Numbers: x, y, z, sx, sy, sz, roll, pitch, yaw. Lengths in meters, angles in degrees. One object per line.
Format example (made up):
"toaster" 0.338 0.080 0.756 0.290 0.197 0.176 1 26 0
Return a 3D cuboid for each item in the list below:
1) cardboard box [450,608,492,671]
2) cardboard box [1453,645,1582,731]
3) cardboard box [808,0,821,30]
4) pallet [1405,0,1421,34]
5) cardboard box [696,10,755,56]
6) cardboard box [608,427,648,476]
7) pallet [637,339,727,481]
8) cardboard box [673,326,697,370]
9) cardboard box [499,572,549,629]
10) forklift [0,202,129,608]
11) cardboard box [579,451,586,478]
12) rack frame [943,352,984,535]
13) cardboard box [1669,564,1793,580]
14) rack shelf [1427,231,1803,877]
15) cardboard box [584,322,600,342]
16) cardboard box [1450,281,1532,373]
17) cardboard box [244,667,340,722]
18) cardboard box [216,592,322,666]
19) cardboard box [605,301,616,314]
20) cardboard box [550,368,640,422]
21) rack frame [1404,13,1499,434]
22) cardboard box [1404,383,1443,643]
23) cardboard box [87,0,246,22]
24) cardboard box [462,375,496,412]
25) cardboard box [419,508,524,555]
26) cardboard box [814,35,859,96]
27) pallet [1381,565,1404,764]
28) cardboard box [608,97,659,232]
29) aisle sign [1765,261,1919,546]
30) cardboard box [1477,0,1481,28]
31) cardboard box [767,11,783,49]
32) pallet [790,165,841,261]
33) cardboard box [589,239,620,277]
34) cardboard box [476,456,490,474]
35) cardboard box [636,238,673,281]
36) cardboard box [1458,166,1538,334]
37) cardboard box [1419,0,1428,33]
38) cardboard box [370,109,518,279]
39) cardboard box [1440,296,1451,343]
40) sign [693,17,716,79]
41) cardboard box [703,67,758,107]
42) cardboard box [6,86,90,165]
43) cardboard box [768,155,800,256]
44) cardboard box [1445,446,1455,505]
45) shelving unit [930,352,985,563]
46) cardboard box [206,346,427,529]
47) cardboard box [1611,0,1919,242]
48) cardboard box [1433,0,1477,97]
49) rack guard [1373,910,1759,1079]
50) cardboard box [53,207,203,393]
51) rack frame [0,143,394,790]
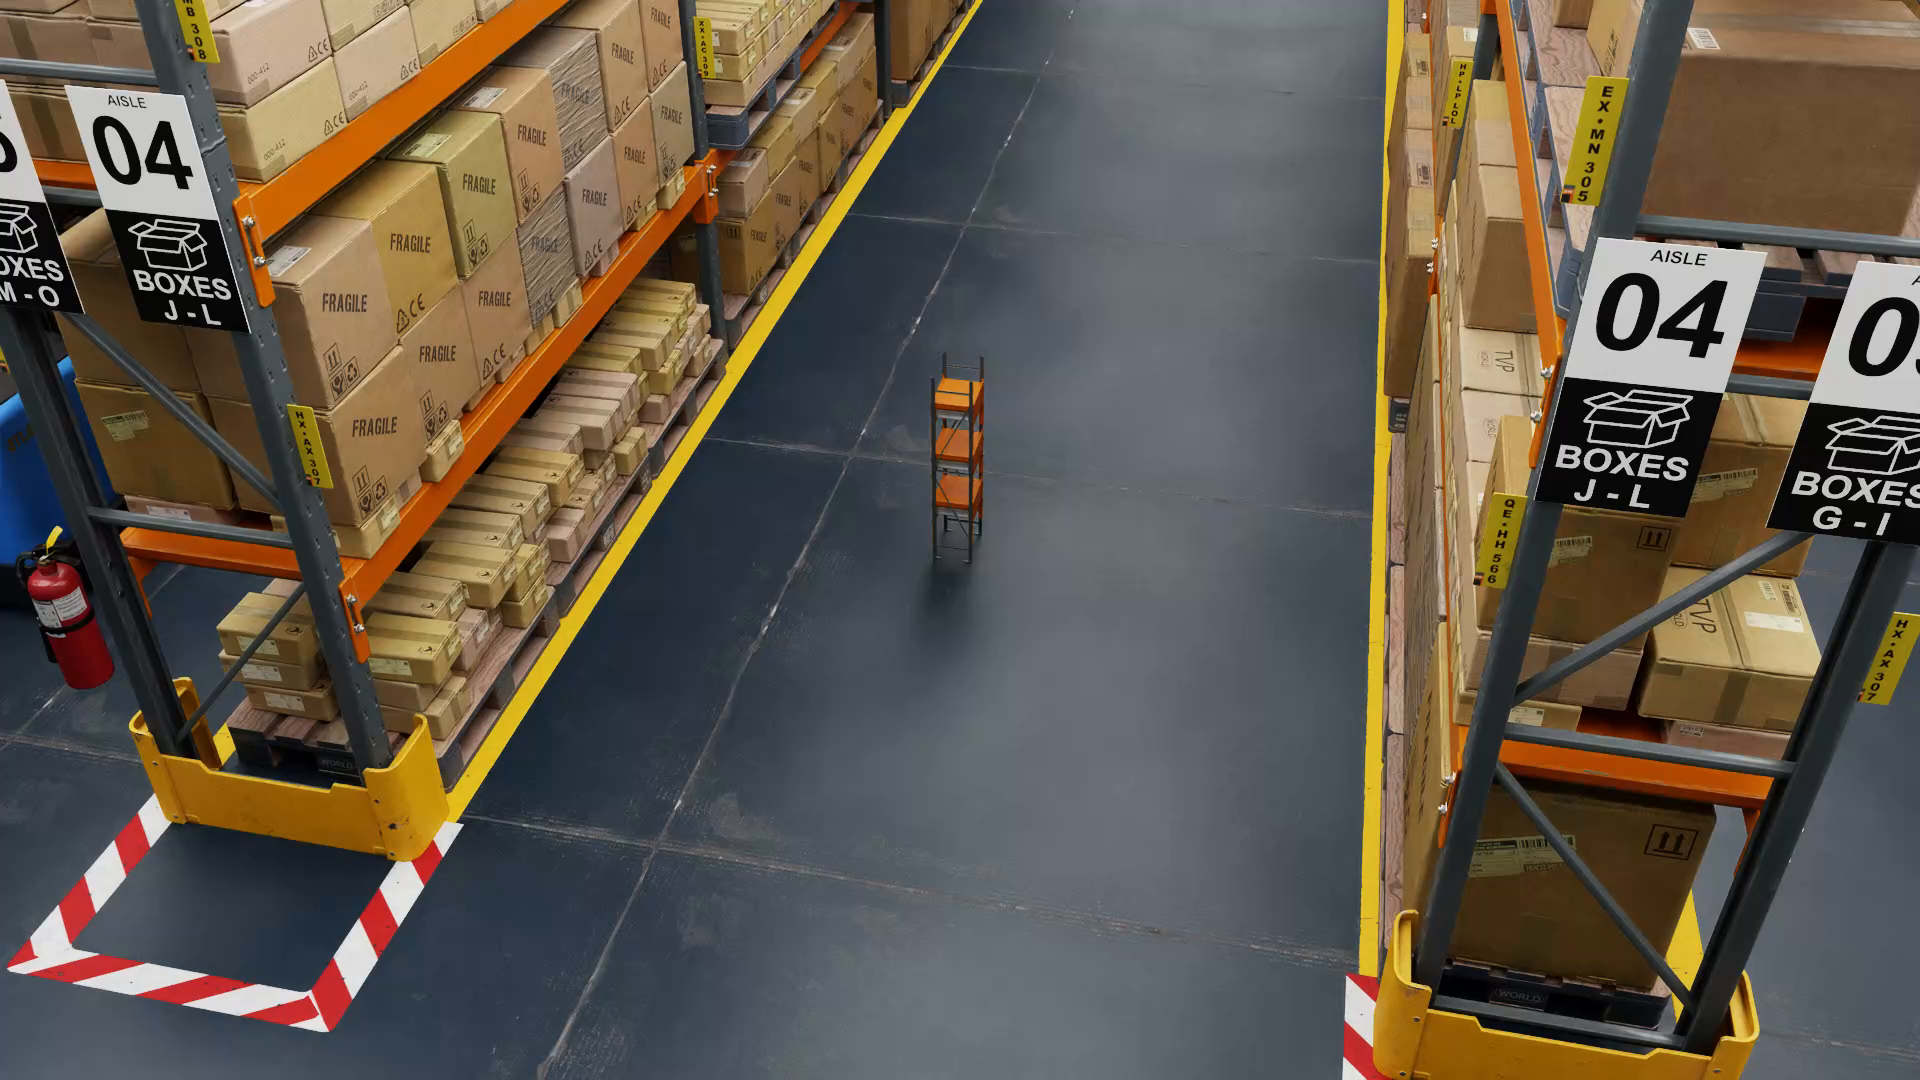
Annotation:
"cardboard box" -2.270 0.412 7.214 0.380 0.149 0.250 7 37 10
"cardboard box" 1.832 0.502 5.485 0.380 0.149 0.250 8 37 11
"cardboard box" -1.084 -3.313 10.391 0.380 0.149 0.250 7 36 9
"pallet" 4.476 -4.658 14.767 1.003 0.211 1.213 7 37 10
"cardboard box" -1.358 -2.804 9.183 0.380 0.149 0.250 9 37 12
"cardboard box" -1.863 -0.482 8.700 0.380 0.149 0.250 7 37 10
"pallet" -2.000 -0.808 9.456 1.003 0.211 1.213 7 37 10
"cardboard box" -1.694 -1.086 9.280 0.380 0.149 0.250 6 36 8
"cardboard box" -2.137 0.254 7.685 0.380 0.149 0.250 8 37 11
"forklift" -4.492 -1.724 8.402 1.130 2.935 3.031 8 37 11
"cardboard box" -2.094 -0.351 8.267 0.380 0.149 0.250 9 37 12
"rack frame" 0.015 -0.464 8.266 0.200 1.050 0.008 7 37 10
"cardboard box" 2.549 0.046 5.775 0.500 0.250 0.500 7 37 9
"rack shelf" 2.505 -0.209 6.866 1.077 0.370 4.000 7 37 10
"cardboard box" -2.248 -1.139 9.354 0.380 0.149 0.250 8 37 10
"cardboard box" 2.360 -0.888 7.064 0.500 0.250 0.500 8 37 11
"cardboard box" -2.837 0.623 7.176 0.380 0.149 0.250 8 37 11
"cardboard box" -2.880 0.374 7.012 0.380 0.149 0.250 8 37 11
"cardboard box" -2.168 -1.412 9.477 0.380 0.149 0.250 9 37 12
"cardboard box" -1.875 -0.746 8.558 0.380 0.149 0.250 6 36 8
"rack frame" 2.932 -1.647 8.237 1.000 3.000 0.127 7 37 10
"cardboard box" 2.521 -0.073 7.517 0.875 0.875 0.875 7 37 10
"cardboard box" -2.454 -1.709 5.127 0.380 0.149 0.250 7 37 10
"cardboard box" -2.229 -0.693 7.135 0.380 0.149 0.250 7 37 10
"cardboard box" -2.210 -0.002 7.532 0.380 0.149 0.250 6 36 8
"cardboard box" -1.024 -3.366 11.741 0.500 0.250 0.500 8 37 11
"pallet" 2.435 0.610 7.499 1.003 0.211 1.213 7 37 10
"cardboard box" -1.831 -1.878 8.216 0.500 0.500 0.500 6 36 9
"aisle sign" 2.356 -0.328 4.201 0.394 0.787 0.004 7 37 10
"cardboard box" 3.336 -3.211 9.455 0.797 0.503 0.637 8 37 11
"cardboard box" -1.250 -2.981 9.679 0.380 0.149 0.250 8 37 11
"pallet" -1.468 -2.346 11.577 1.003 0.211 1.213 7 37 10
"cardboard box" -1.896 -1.421 8.139 0.380 0.149 0.250 6 36 8
"cardboard box" -2.600 -0.411 8.349 0.380 0.149 0.250 8 37 10
"cardboard box" -1.980 -1.941 10.414 0.500 0.500 0.500 7 36 9
"cardboard box" 2.361 -1.188 6.838 0.500 0.500 0.500 6 36 8
"cardboard box" 4.250 -4.458 13.871 0.700 0.500 0.500 4 36 6
"cardboard box" -2.156 -1.409 6.718 0.500 0.500 0.500 7 36 9
"cardboard box" 2.378 -0.965 7.510 0.380 0.149 0.250 6 36 9
"sign" -1.360 -2.614 8.833 0.100 0.325 0.005 7 37 10
"cardboard box" -1.358 -2.563 9.357 0.380 0.149 0.250 6 36 8
"cardboard box" -2.907 -1.481 5.580 0.500 0.250 0.500 7 36 9
"cardboard box" -1.363 -2.179 10.742 0.500 0.500 0.500 9 37 12
"cardboard box" 2.104 -0.232 6.499 0.380 0.149 0.250 7 37 10
"shelving unit" -0.011 -0.394 8.170 0.215 1.050 0.252 7 37 10
"cardboard box" -2.380 -0.417 6.201 0.500 0.500 0.500 9 37 12
"cardboard box" 2.137 -1.124 4.431 0.700 0.500 0.500 5 36 7
"cardboard box" 3.094 -2.860 9.825 0.500 0.500 0.500 7 37 10
"rack guard" 2.073 1.672 5.787 1.175 0.500 0.348 7 37 10
"cardboard box" -2.891 -0.893 6.006 0.500 0.500 0.500 7 36 9
"rack frame" -2.746 -0.034 6.011 1.000 3.000 0.127 7 37 10
